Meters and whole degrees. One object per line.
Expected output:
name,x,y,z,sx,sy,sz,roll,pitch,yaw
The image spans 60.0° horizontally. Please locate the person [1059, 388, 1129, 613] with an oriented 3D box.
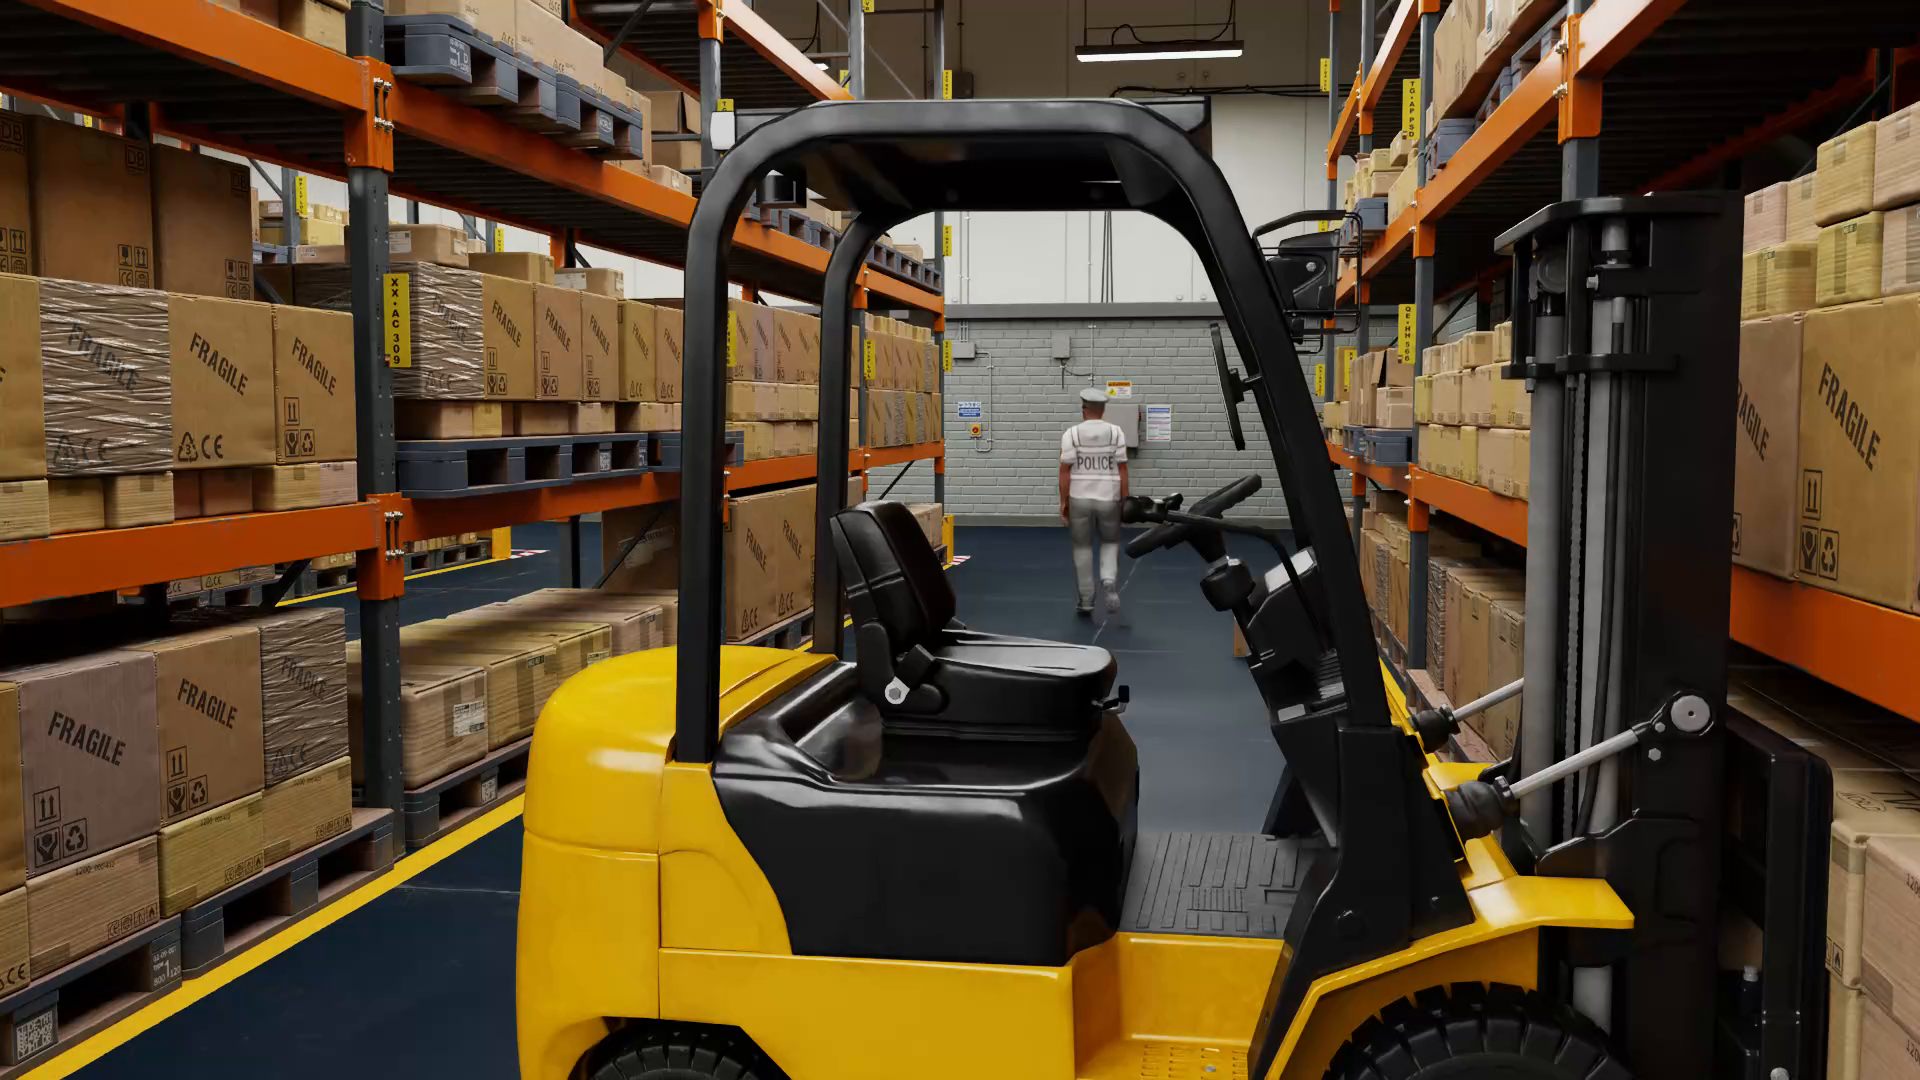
person,1.058,-0.310,13.184,0.564,1.785,0.476,0,4,-4
